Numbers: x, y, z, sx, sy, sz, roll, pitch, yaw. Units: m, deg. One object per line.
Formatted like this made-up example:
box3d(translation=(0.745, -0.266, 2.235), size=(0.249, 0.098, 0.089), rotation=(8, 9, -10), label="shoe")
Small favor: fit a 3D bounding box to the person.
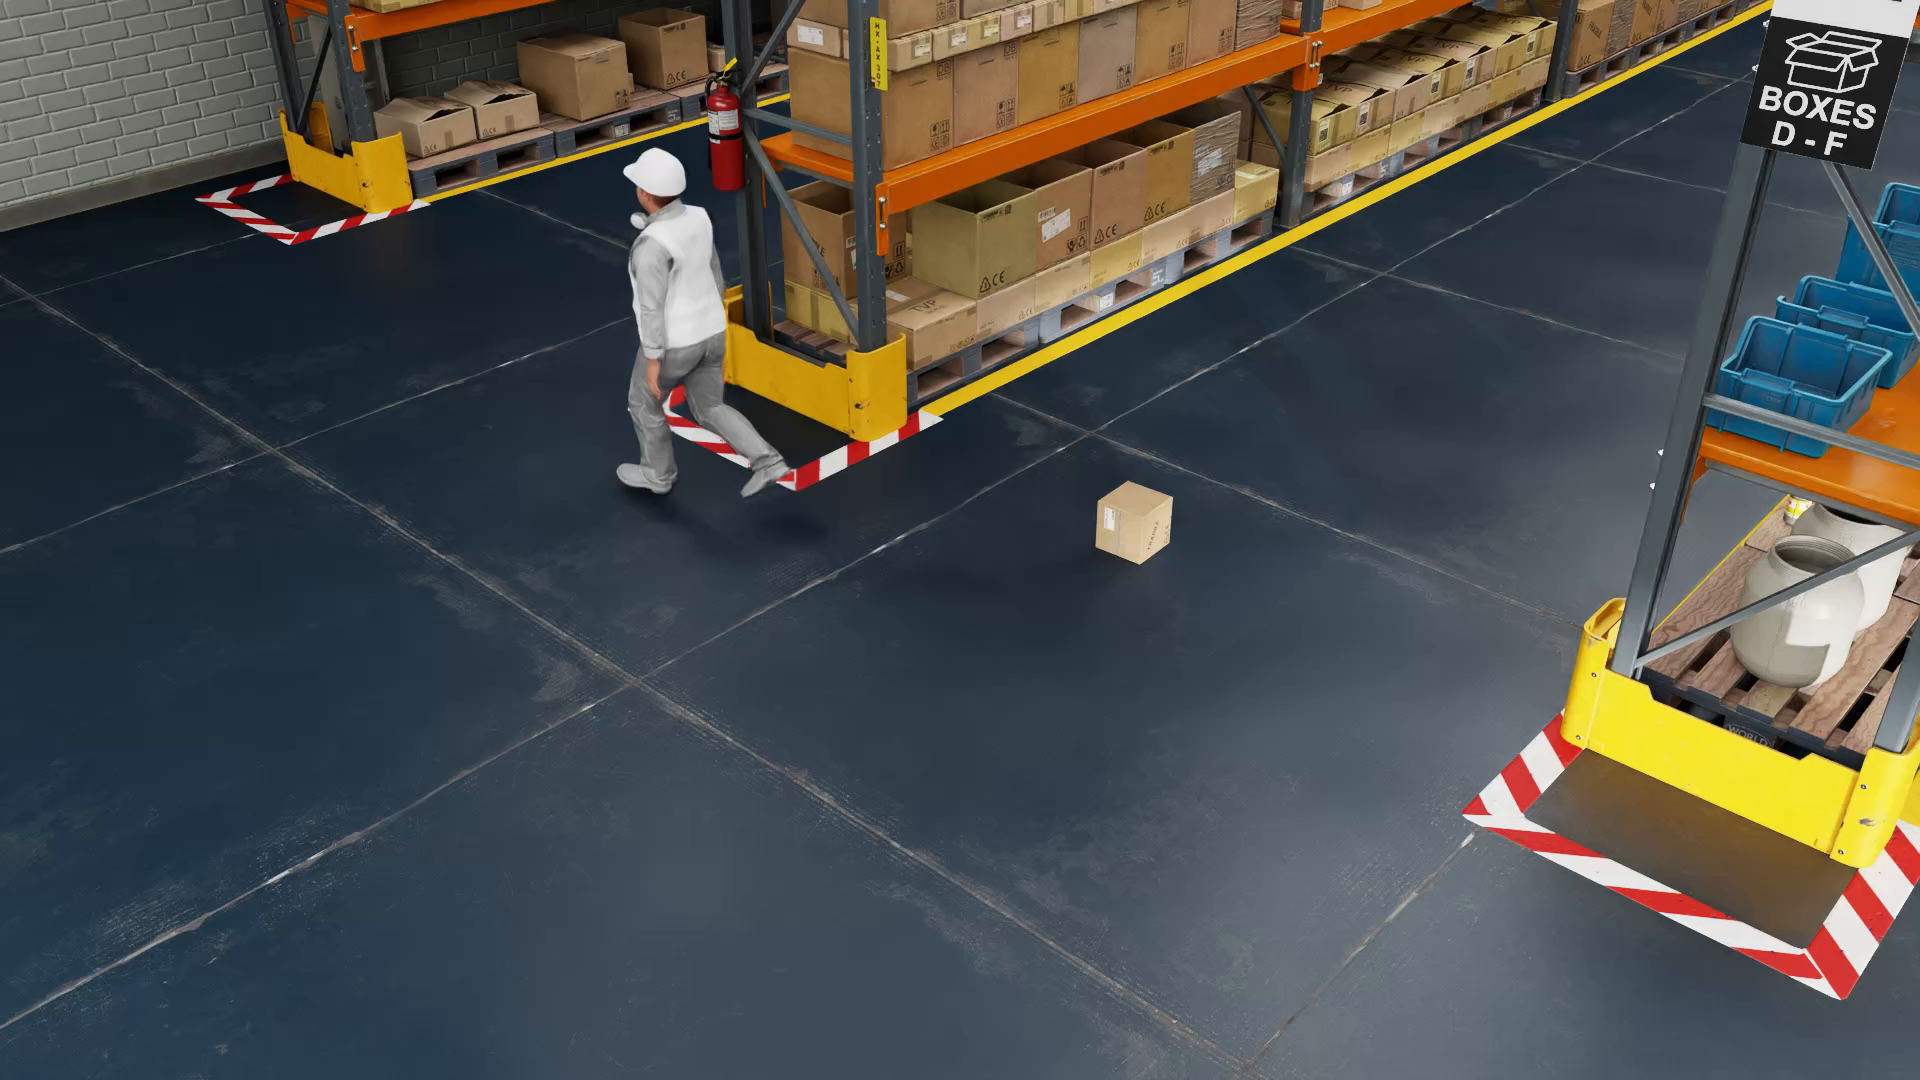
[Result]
box3d(translation=(-1.240, -0.957, 7.707), size=(0.951, 1.729, 0.618), rotation=(15, 34, 24), label="person")
